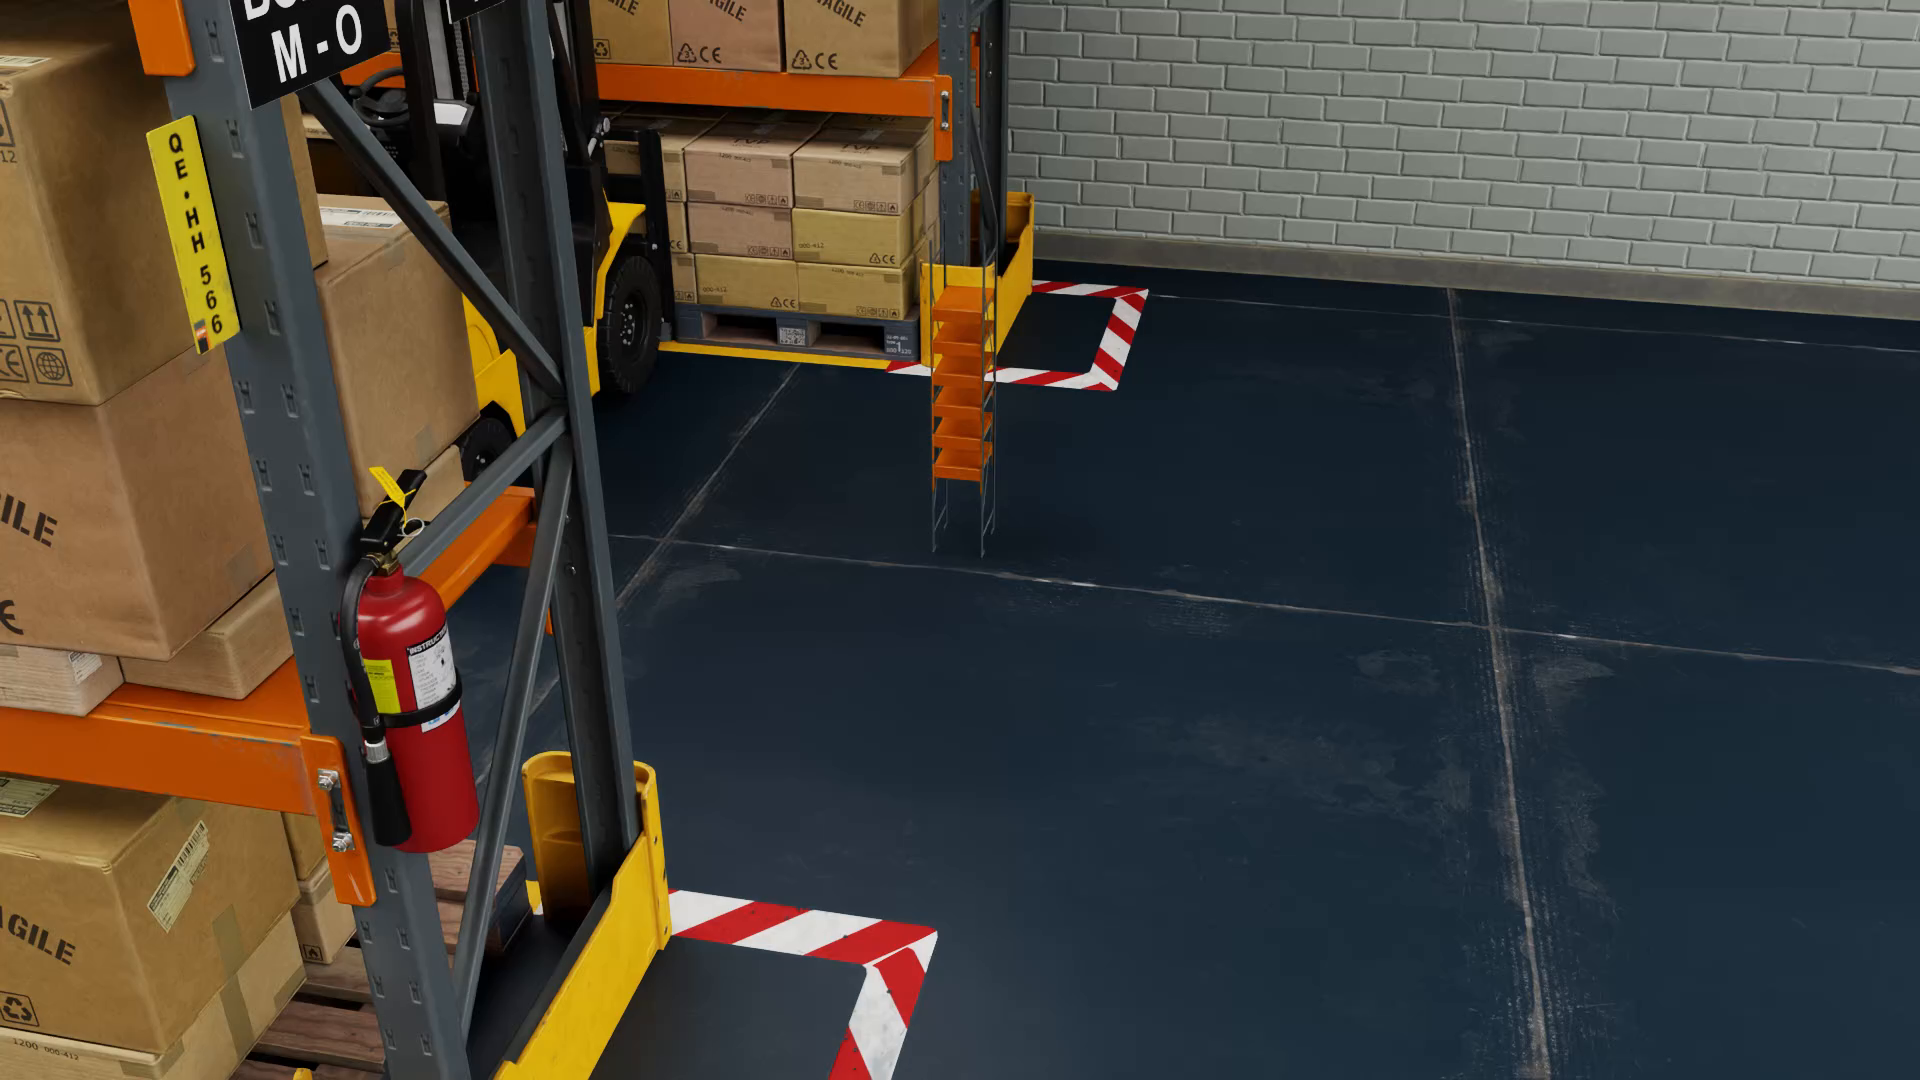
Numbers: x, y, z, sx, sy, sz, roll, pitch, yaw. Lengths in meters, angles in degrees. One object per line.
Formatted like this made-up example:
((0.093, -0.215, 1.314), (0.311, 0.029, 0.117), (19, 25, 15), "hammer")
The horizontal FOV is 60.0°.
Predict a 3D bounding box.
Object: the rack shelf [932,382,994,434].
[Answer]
((0.014, -0.486, 5.981), (0.180, 0.103, 0.258), (6, 29, 11), "rack shelf")

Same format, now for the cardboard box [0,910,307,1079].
((-1.831, 1.018, 3.693), (0.500, 0.250, 0.500), (6, 29, 10), "cardboard box")

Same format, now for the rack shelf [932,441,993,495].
((0.014, -0.275, 6.096), (0.180, 0.103, 0.258), (6, 29, 11), "rack shelf")

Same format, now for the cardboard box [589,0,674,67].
((-1.471, -2.456, 7.508), (0.500, 0.500, 0.500), (5, 29, 10), "cardboard box")

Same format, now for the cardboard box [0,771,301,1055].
((-1.799, 0.688, 3.514), (0.500, 0.500, 0.500), (6, 29, 11), "cardboard box")

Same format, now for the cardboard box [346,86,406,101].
((-2.820, -2.194, 8.518), (0.500, 0.250, 0.500), (5, 29, 10), "cardboard box")

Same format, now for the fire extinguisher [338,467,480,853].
((-0.945, 0.215, 2.814), (0.183, 0.674, 0.296), (6, 29, 11), "fire extinguisher")

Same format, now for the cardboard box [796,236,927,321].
((-0.454, -1.255, 7.845), (0.500, 0.250, 0.500), (6, 29, 11), "cardboard box")

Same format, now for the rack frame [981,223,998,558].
((0.104, -0.516, 5.942), (0.006, 1.200, 0.240), (6, 29, 11), "rack frame")

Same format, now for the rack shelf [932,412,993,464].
((0.014, -0.381, 6.038), (0.180, 0.103, 0.258), (6, 29, 11), "rack shelf")

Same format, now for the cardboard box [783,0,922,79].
((-0.464, -2.348, 7.311), (0.500, 0.500, 0.500), (5, 29, 9), "cardboard box")

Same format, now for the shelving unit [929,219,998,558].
((0.014, -0.525, 5.959), (0.189, 1.200, 0.258), (6, 29, 11), "shelving unit")

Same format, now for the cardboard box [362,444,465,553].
((-1.250, -0.068, 3.512), (0.250, 0.149, 0.380), (6, 29, 11), "cardboard box")

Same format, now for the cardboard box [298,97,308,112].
((-3.432, -2.000, 8.165), (0.500, 0.250, 0.500), (5, 29, 10), "cardboard box")

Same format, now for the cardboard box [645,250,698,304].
((-1.425, -1.364, 8.043), (0.500, 0.250, 0.500), (6, 29, 11), "cardboard box")

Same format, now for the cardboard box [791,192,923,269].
((-0.469, -1.478, 7.731), (0.500, 0.250, 0.500), (5, 29, 10), "cardboard box")

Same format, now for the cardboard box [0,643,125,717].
((-1.642, 0.153, 3.108), (0.250, 0.149, 0.380), (6, 29, 10), "cardboard box")

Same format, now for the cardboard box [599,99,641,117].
((-1.835, -2.090, 8.329), (0.500, 0.250, 0.500), (5, 29, 10), "cardboard box")

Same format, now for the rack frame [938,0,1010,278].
((0.072, -2.378, 7.470), (0.127, 3.000, 1.000), (6, 29, 11), "rack frame")

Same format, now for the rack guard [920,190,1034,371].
((0.095, -1.279, 8.066), (0.348, 0.500, 1.175), (6, 29, 11), "rack guard")

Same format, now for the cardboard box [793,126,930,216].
((-0.444, -1.695, 7.606), (0.500, 0.250, 0.500), (7, 29, 12), "cardboard box")

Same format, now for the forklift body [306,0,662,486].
((-2.164, -1.339, 6.456), (1.214, 2.155, 2.313), (6, 29, 11), "forklift body")

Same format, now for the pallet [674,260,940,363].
((-0.685, -1.212, 8.244), (1.213, 0.211, 1.003), (6, 29, 11), "pallet")

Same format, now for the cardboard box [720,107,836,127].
((-0.848, -1.980, 8.128), (0.500, 0.250, 0.500), (6, 29, 11), "cardboard box")

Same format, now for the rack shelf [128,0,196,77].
((-2.917, -1.247, 3.030), (4.000, 0.370, 1.077), (6, 29, 11), "rack shelf")

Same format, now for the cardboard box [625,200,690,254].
((-1.467, -1.575, 7.908), (0.500, 0.250, 0.500), (5, 29, 9), "cardboard box")

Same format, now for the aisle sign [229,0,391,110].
((-0.961, -1.045, 2.327), (0.004, 0.787, 0.394), (6, 29, 11), "aisle sign")

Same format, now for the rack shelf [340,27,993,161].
((-1.884, -2.263, 8.009), (4.000, 0.370, 1.077), (6, 29, 11), "rack shelf")

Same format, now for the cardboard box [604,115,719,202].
((-1.440, -1.789, 7.779), (0.500, 0.250, 0.500), (6, 29, 11), "cardboard box")

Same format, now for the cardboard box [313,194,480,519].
((-1.366, -0.399, 3.441), (0.500, 0.500, 0.500), (5, 29, 10), "cardboard box")

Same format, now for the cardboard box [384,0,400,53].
((-2.452, -2.561, 7.701), (0.500, 0.500, 0.500), (6, 29, 10), "cardboard box")

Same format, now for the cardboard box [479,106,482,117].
((-2.445, -1.900, 7.981), (0.500, 0.250, 0.500), (7, 29, 12), "cardboard box")
